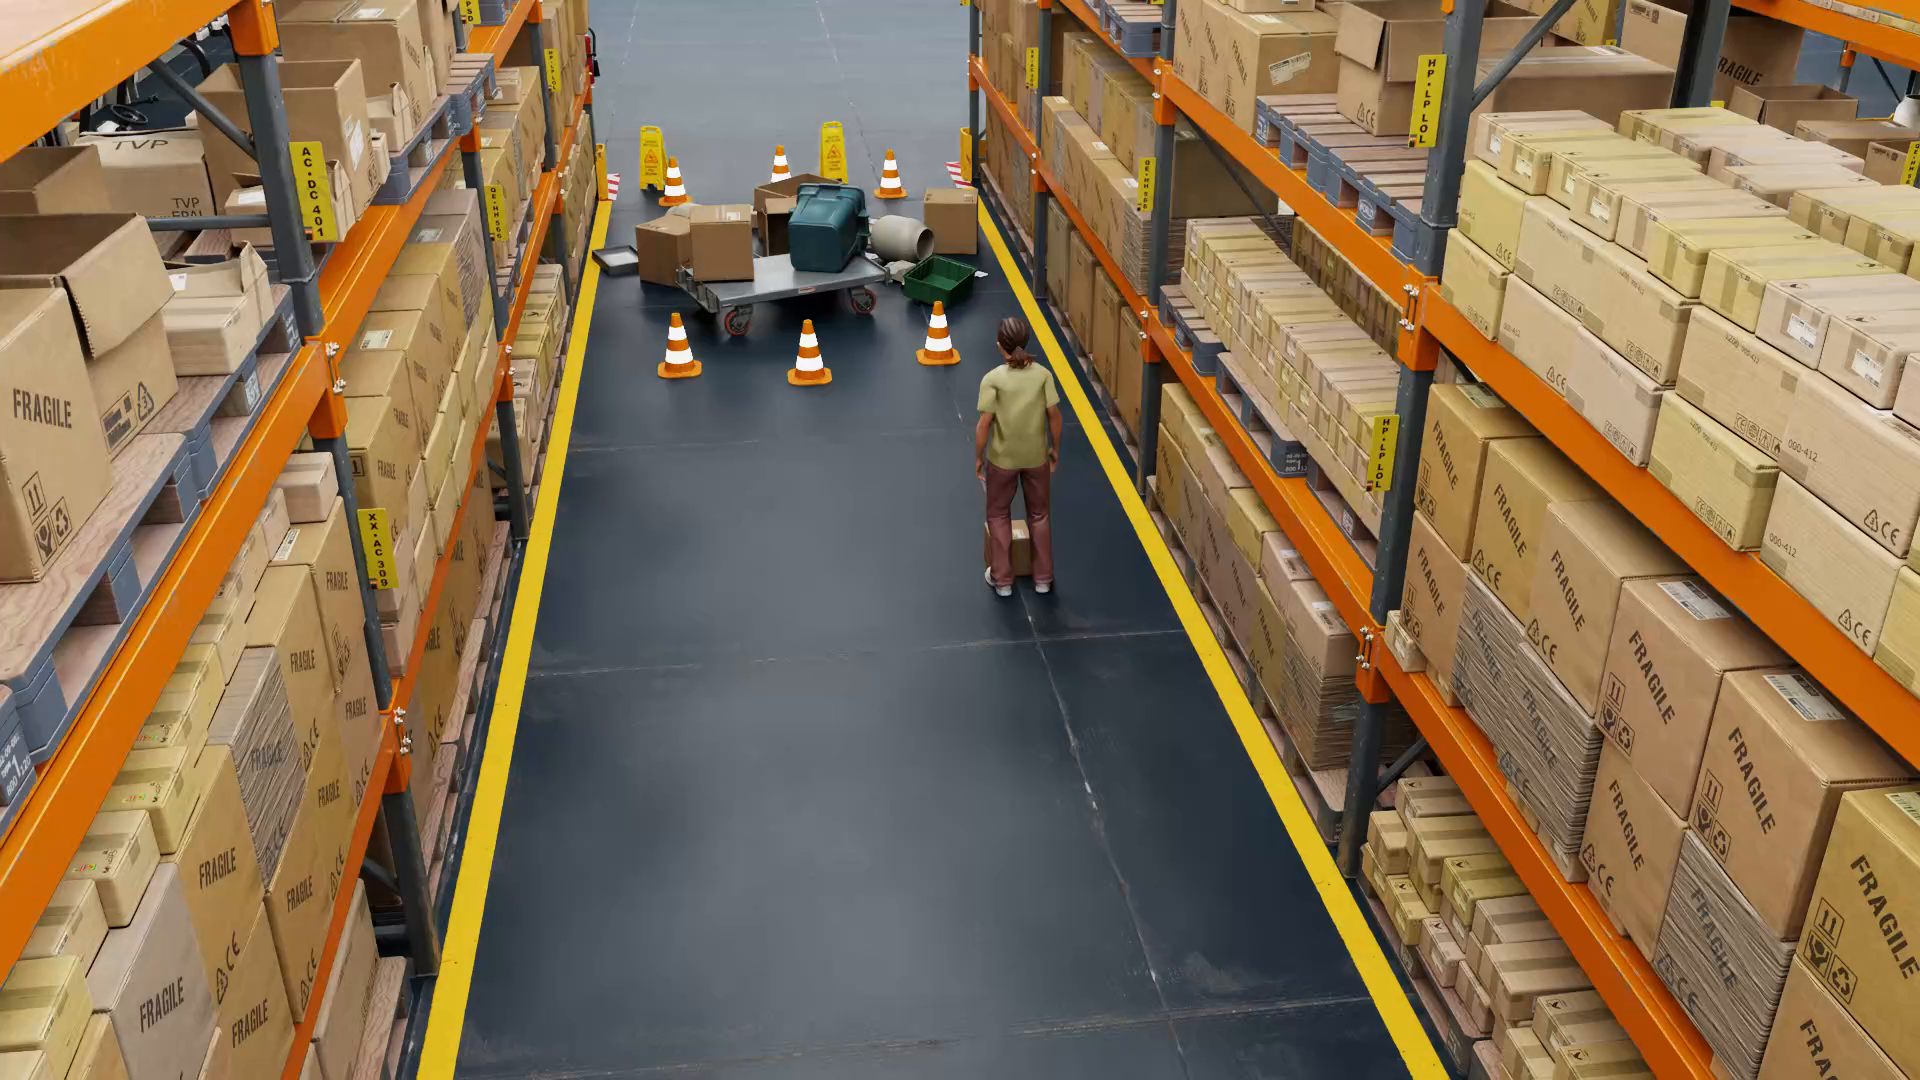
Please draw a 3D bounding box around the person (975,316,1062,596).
[{"bbox_3d":[0.329,-0.467,9.527,0.517,1.671,0.363,-5,28,-10],"label":"person"}]
